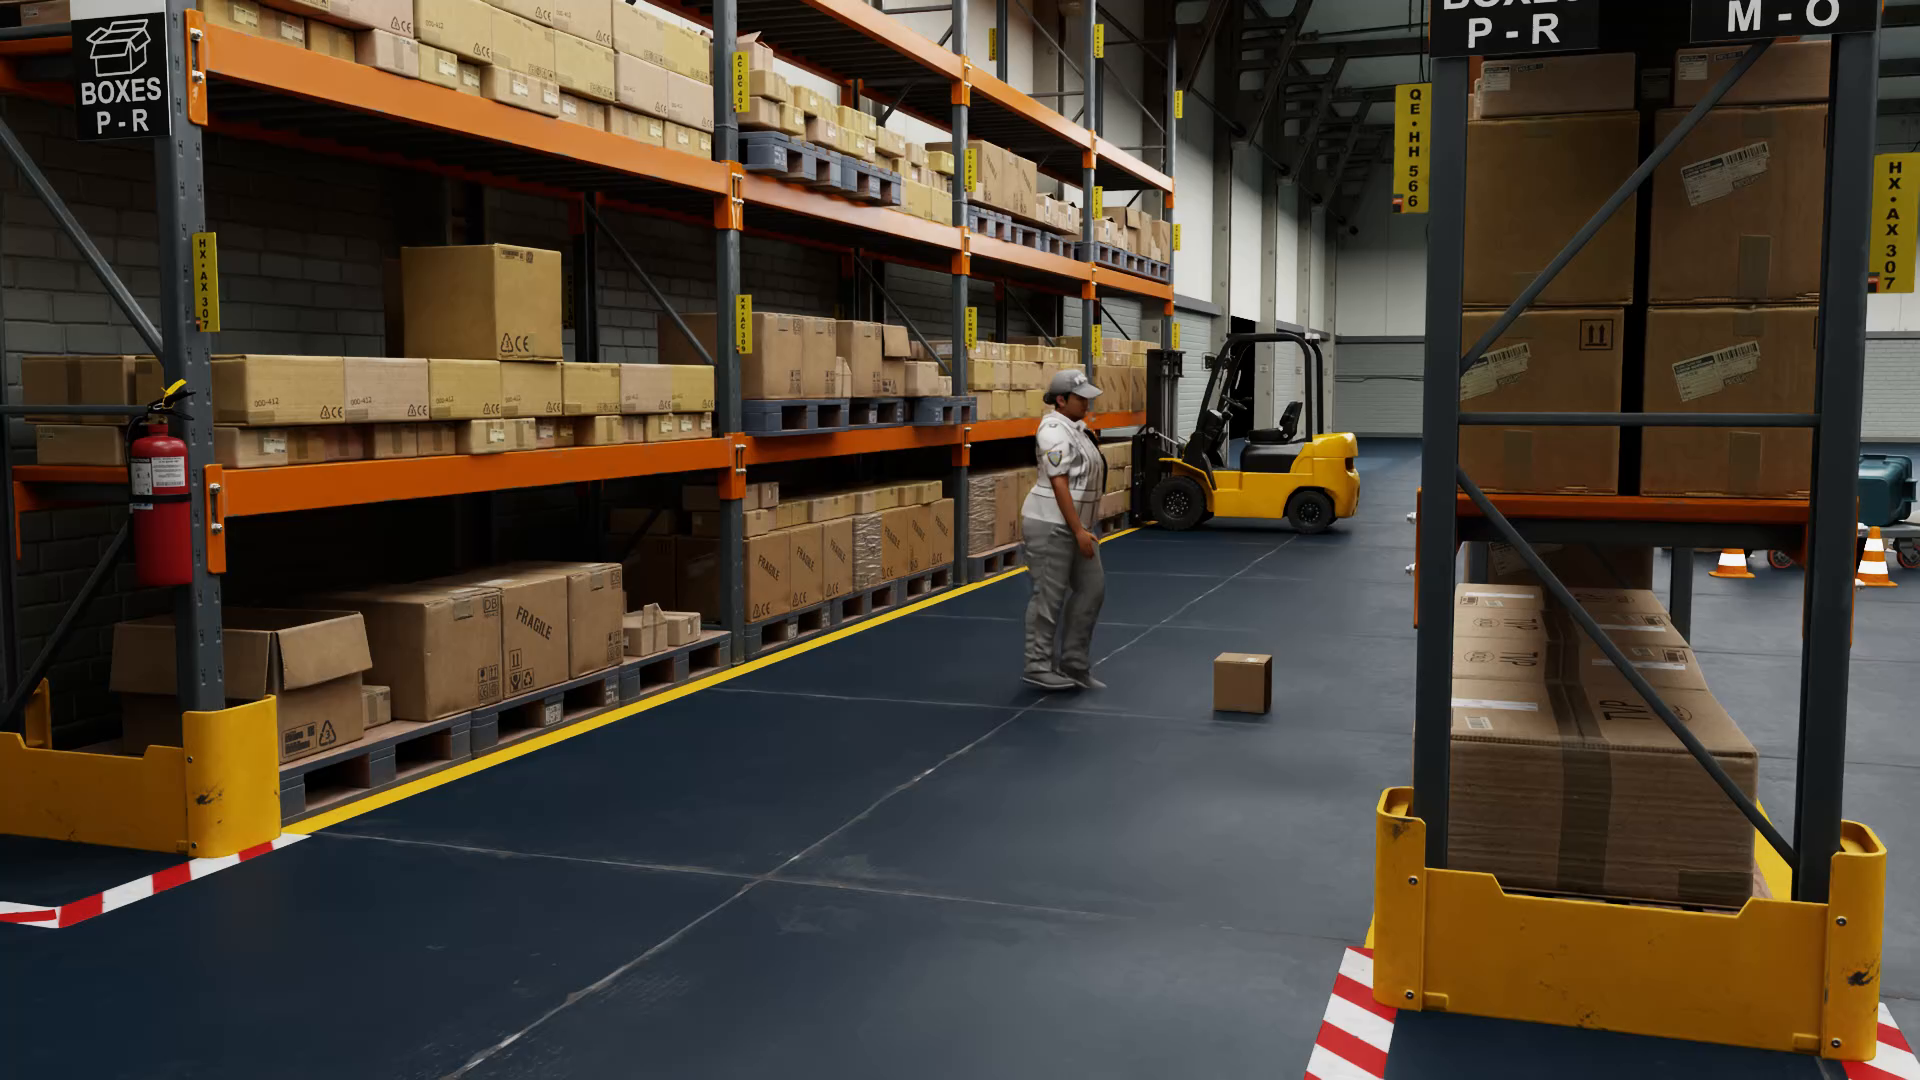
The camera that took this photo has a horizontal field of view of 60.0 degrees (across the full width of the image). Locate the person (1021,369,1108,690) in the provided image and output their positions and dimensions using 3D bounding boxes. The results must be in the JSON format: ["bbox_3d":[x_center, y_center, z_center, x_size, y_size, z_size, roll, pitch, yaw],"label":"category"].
[{"bbox_3d":[0.554,-0.025,8.632,0.458,1.717,0.496,2,6,24],"label":"person"}]
